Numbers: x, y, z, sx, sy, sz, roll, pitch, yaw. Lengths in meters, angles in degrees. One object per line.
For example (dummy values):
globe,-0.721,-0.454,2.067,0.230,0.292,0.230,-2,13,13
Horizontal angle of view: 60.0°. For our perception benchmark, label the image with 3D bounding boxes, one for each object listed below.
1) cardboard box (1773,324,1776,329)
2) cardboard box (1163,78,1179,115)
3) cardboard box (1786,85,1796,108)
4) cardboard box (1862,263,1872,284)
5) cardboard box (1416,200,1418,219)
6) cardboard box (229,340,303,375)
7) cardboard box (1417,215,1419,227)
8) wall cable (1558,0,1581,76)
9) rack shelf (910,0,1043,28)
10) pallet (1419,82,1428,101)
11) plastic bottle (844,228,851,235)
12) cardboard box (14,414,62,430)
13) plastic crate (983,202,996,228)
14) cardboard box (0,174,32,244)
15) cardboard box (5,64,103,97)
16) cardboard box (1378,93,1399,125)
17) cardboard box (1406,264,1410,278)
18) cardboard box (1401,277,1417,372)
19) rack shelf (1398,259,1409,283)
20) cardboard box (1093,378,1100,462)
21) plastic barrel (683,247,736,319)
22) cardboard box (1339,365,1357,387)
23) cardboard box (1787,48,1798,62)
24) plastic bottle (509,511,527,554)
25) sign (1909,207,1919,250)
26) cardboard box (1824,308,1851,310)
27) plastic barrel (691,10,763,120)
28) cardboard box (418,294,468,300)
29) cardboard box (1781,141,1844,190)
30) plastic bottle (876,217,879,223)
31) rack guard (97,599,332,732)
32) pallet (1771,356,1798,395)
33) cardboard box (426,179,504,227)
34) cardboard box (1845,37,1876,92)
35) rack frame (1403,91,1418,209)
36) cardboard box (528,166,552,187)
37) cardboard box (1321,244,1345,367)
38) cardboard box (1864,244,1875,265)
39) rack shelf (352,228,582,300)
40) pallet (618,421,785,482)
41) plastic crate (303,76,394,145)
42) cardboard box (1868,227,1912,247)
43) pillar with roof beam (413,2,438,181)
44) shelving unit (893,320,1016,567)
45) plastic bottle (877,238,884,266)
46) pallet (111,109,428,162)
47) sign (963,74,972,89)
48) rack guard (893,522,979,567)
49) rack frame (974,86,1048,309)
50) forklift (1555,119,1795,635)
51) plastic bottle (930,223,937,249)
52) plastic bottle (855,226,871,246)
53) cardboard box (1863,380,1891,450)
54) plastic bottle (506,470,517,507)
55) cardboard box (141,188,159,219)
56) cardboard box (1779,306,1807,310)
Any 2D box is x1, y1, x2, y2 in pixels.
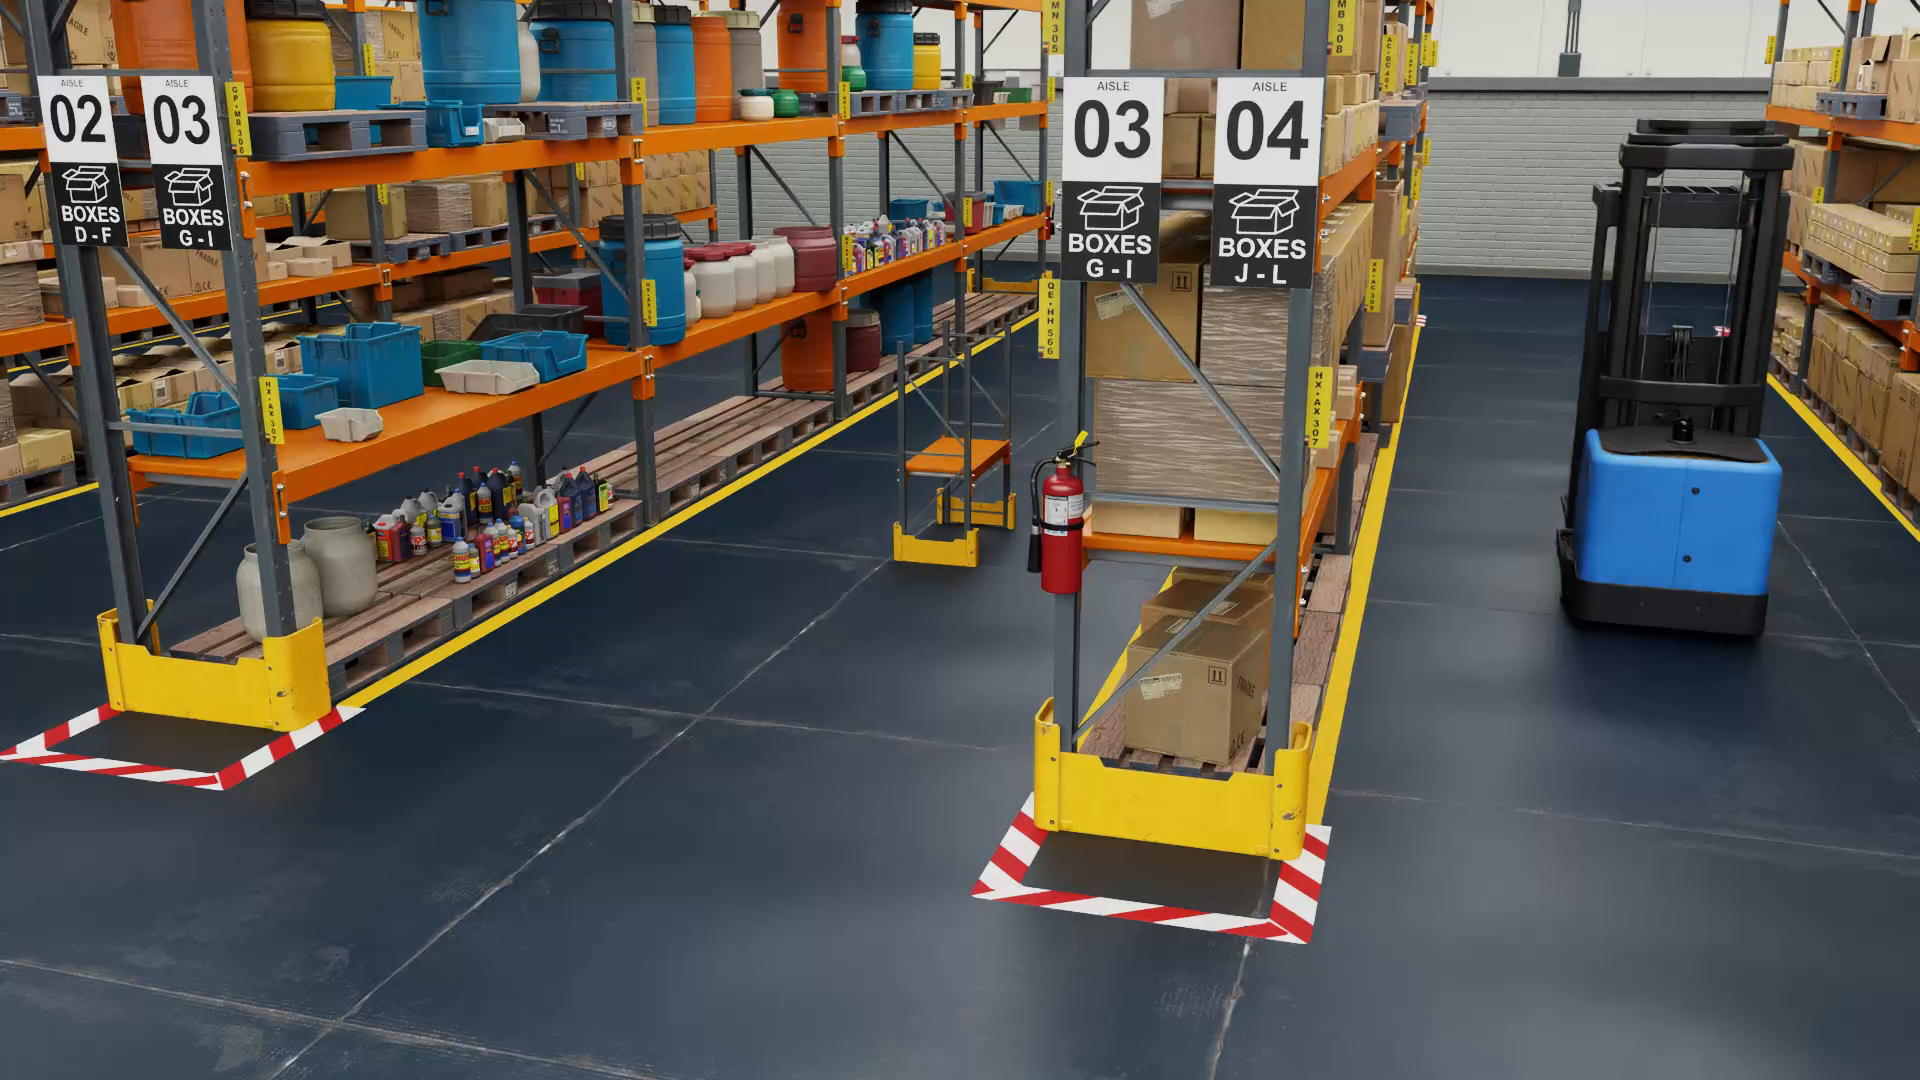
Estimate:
cardboard box,9.500,-2.509,19.089,0.380,0.149,0.250,4,16,13
cardboard box,0.679,-1.811,6.765,0.380,0.149,0.250,5,16,16
cardboard box,9.513,-4.927,18.479,0.500,0.250,0.500,4,16,14
cardboard box,7.744,-2.212,13.820,0.380,0.149,0.250,5,17,17
cardboard box,5.418,-4.128,20.617,0.500,0.250,0.500,4,16,15
cardboard box,-6.524,-1.738,15.702,0.500,0.311,0.500,5,16,16
cardboard box,5.589,-4.030,21.000,0.380,0.149,0.250,5,17,16
wall cable,10.358,-9.983,24.640,2.277,5.999,0.120,5,16,16
rack shelf,0.129,-6.546,20.468,1.077,0.370,4.000,5,16,16
pallet,5.246,-5.543,20.540,1.003,0.211,1.213,5,16,16
plastic bottle,-1.265,-3.221,17.916,0.152,0.276,0.135,5,16,16
cardboard box,-7.621,-0.977,14.048,0.500,0.250,0.500,4,16,15
plastic crate,0.172,-4.032,20.655,0.437,0.282,0.530,5,16,16
cardboard box,-7.581,-2.523,12.666,0.700,0.500,0.500,5,17,16
cardboard box,-7.276,-3.701,13.388,0.500,0.250,0.500,6,17,22
cardboard box,3.000,-3.210,12.428,0.500,0.250,0.500,5,17,17
cardboard box,4.574,-2.637,18.755,0.875,0.875,0.875,5,16,16
cardboard box,4.147,-2.302,17.572,1.225,0.875,0.875,5,16,16
rack shelf,3.741,-2.422,16.189,1.077,0.370,4.000,5,16,16
cardboard box,1.109,-0.625,7.806,0.875,0.500,0.500,5,16,16
plastic barrel,-2.022,-2.073,13.391,0.433,0.535,0.433,0,16,0
cardboard box,2.257,-0.998,10.312,0.380,0.149,0.250,5,16,16
cardboard box,9.556,-5.468,18.743,0.380,0.149,0.250,5,17,17
plastic bottle,-2.852,-0.054,10.716,0.097,0.271,0.097,0,16,0
sign,7.377,-2.392,12.789,0.100,0.325,0.005,5,16,16
cardboard box,9.802,-2.478,18.432,0.380,0.149,0.250,5,17,16
plastic barrel,-2.017,-4.115,14.424,0.600,0.901,0.600,0,16,0
cardboard box,-5.992,-2.559,19.128,0.500,0.500,0.500,4,16,14
cardboard box,9.343,-4.101,18.232,0.500,0.500,0.500,4,16,14
plastic bottle,-0.952,-3.556,19.084,0.061,0.283,0.133,5,16,16
rack guard,-3.873,0.643,8.645,1.175,0.500,0.348,5,16,16
pallet,9.193,-1.717,17.496,1.003,0.211,1.213,5,16,16
cardboard box,-5.630,-3.843,18.930,0.700,0.500,0.500,1,16,2
cardboard box,8.823,-4.483,15.686,0.700,0.500,0.500,5,16,16
rack frame,4.310,-3.291,17.935,1.000,3.000,0.127,5,16,16
cardboard box,-5.292,-4.742,21.034,0.500,0.500,0.500,5,17,16
cardboard box,1.466,-1.077,7.568,0.500,0.500,0.500,5,16,16
cardboard box,7.750,-2.361,13.803,0.380,0.149,0.250,5,17,17
rack shelf,-5.755,-3.191,18.900,1.077,0.370,4.000,5,16,16
pallet,-2.182,-0.769,14.155,1.003,0.211,1.213,5,16,16
plastic crate,-3.596,-2.493,9.655,0.392,0.384,0.575,5,16,16
cardboard box,7.747,-2.499,13.742,0.380,0.149,0.250,5,17,18
pillar with roof beam,-4.735,-8.816,26.419,9.100,9.000,0.400,5,16,16
shelving unit,-0.022,-0.702,11.554,0.587,1.500,1.083,5,16,16
plastic bottle,-0.821,-2.925,16.880,0.097,0.271,0.097,0,16,0
pallet,-3.520,-2.097,8.574,1.003,0.211,1.213,5,16,16
sign,0.088,-5.079,18.727,0.100,0.325,0.005,5,16,16
rack guard,-0.163,0.030,11.266,0.587,0.250,0.087,5,16,16
rack frame,0.698,-4.722,22.979,1.000,3.000,0.127,5,16,16
forklift,4.592,-1.218,10.753,1.130,2.935,3.031,5,17,16
plastic bottle,-0.345,-3.392,18.517,0.152,0.276,0.135,5,16,16
plastic bottle,-1.053,-3.270,18.088,0.152,0.276,0.135,5,16,16
cardboard box,7.836,-1.025,13.759,0.500,0.500,0.500,5,16,16
plastic bottle,-3.187,-0.343,11.713,0.061,0.283,0.133,5,16,16
cardboard box,-10.113,-4.239,20.512,0.500,0.500,0.500,5,16,16
cardboard box,9.364,-2.513,18.558,0.380,0.149,0.250,5,16,16
